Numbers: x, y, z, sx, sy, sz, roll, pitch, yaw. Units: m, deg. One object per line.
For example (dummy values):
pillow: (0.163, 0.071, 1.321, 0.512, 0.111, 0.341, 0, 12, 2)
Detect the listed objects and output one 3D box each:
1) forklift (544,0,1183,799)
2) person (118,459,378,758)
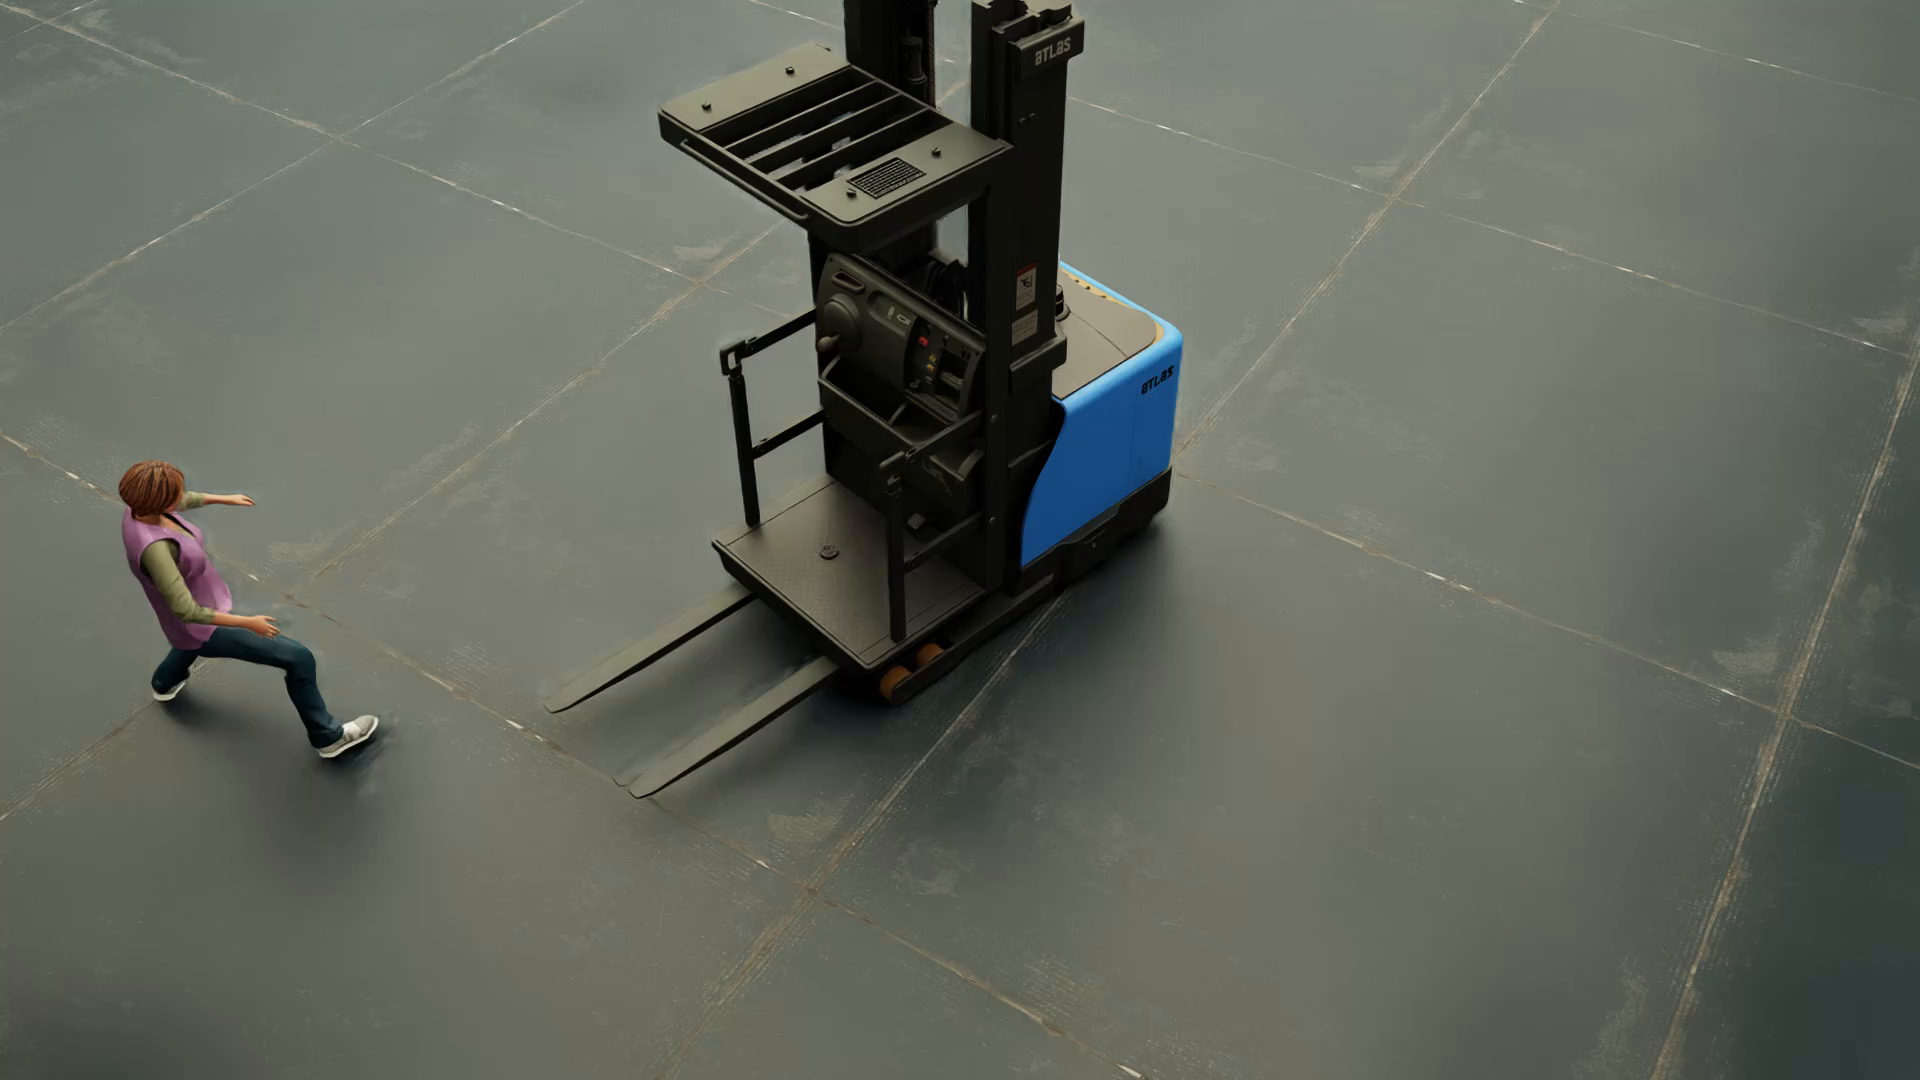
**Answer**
forklift: (-0.407, -0.759, 6.649, 3.031, 2.935, 1.130, -33, 53, -30)
person: (-3.008, 0.225, 6.728, 0.835, 1.459, 0.876, -19, 47, -19)
